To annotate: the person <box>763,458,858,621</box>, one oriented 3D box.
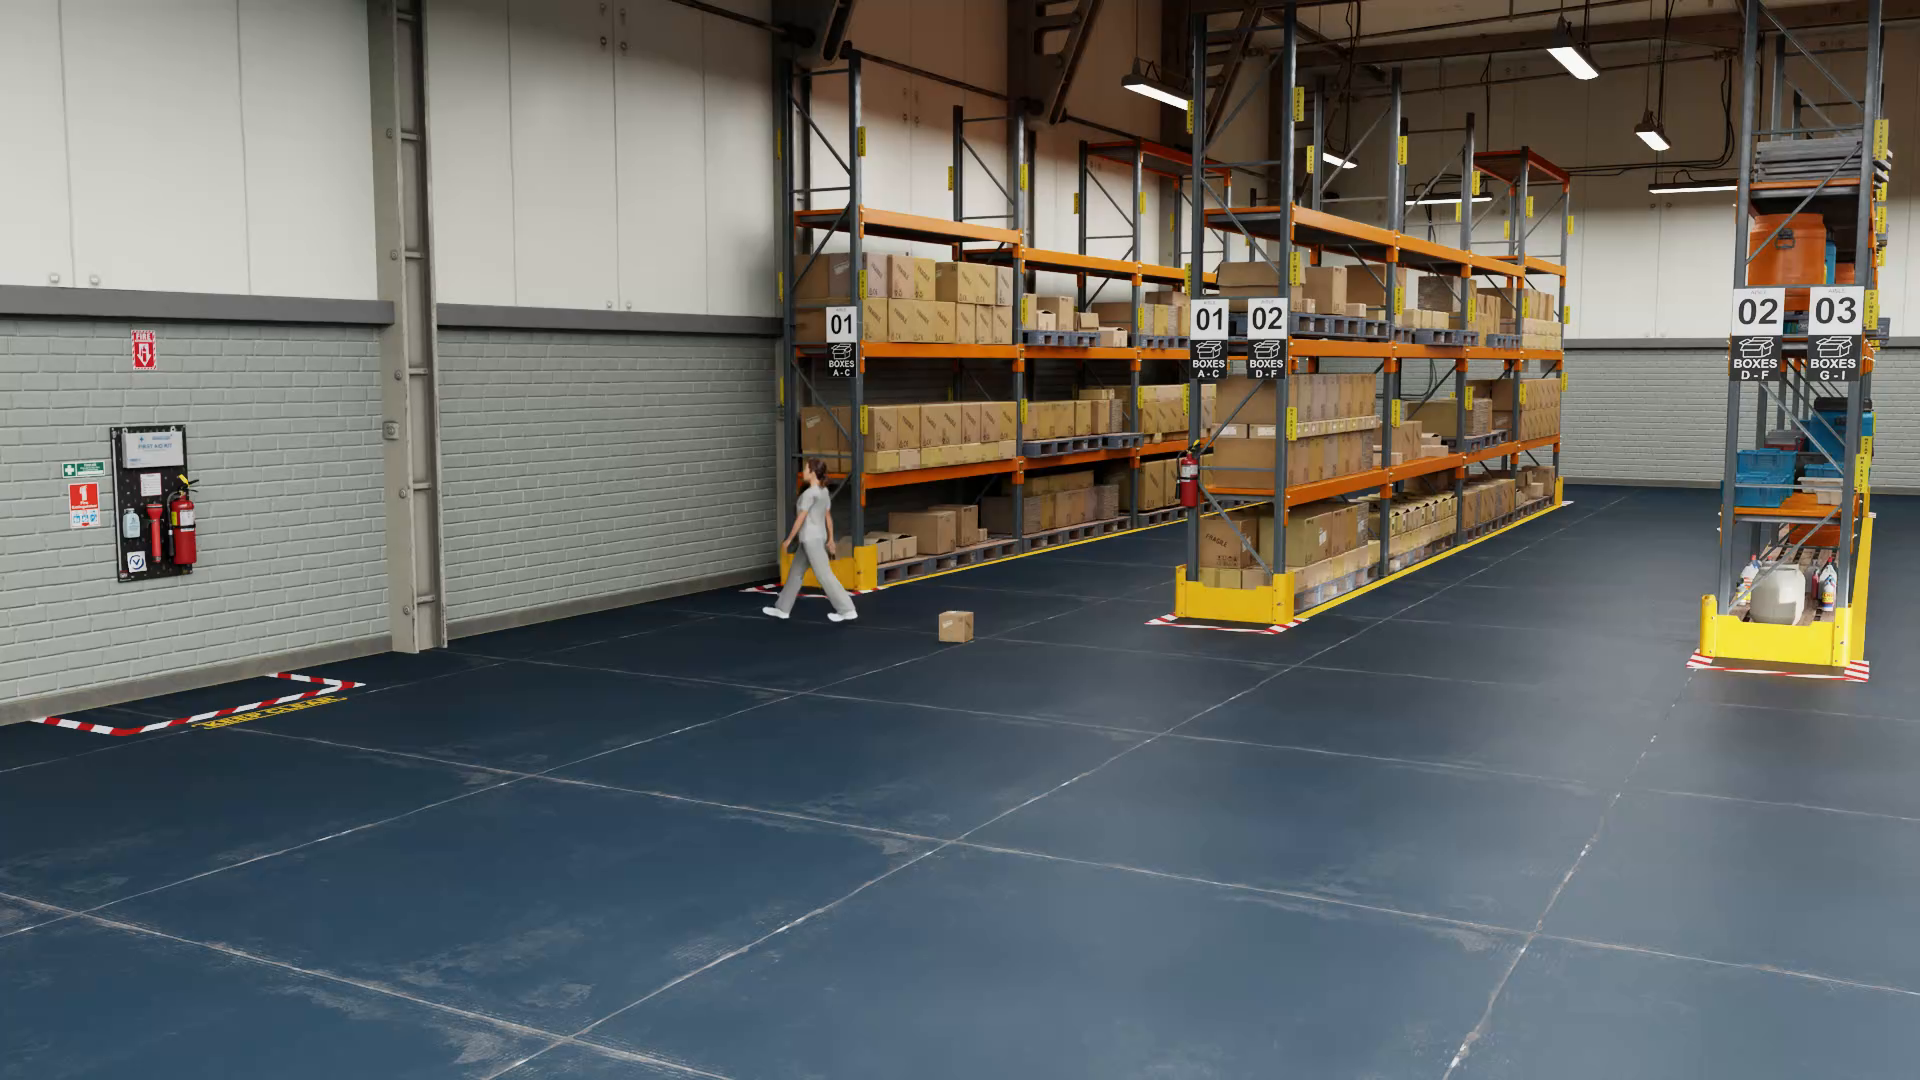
[{"bbox_3d":[-1.497,0.001,16.346,1.062,1.603,0.471,1,6,14],"label":"person"}]
